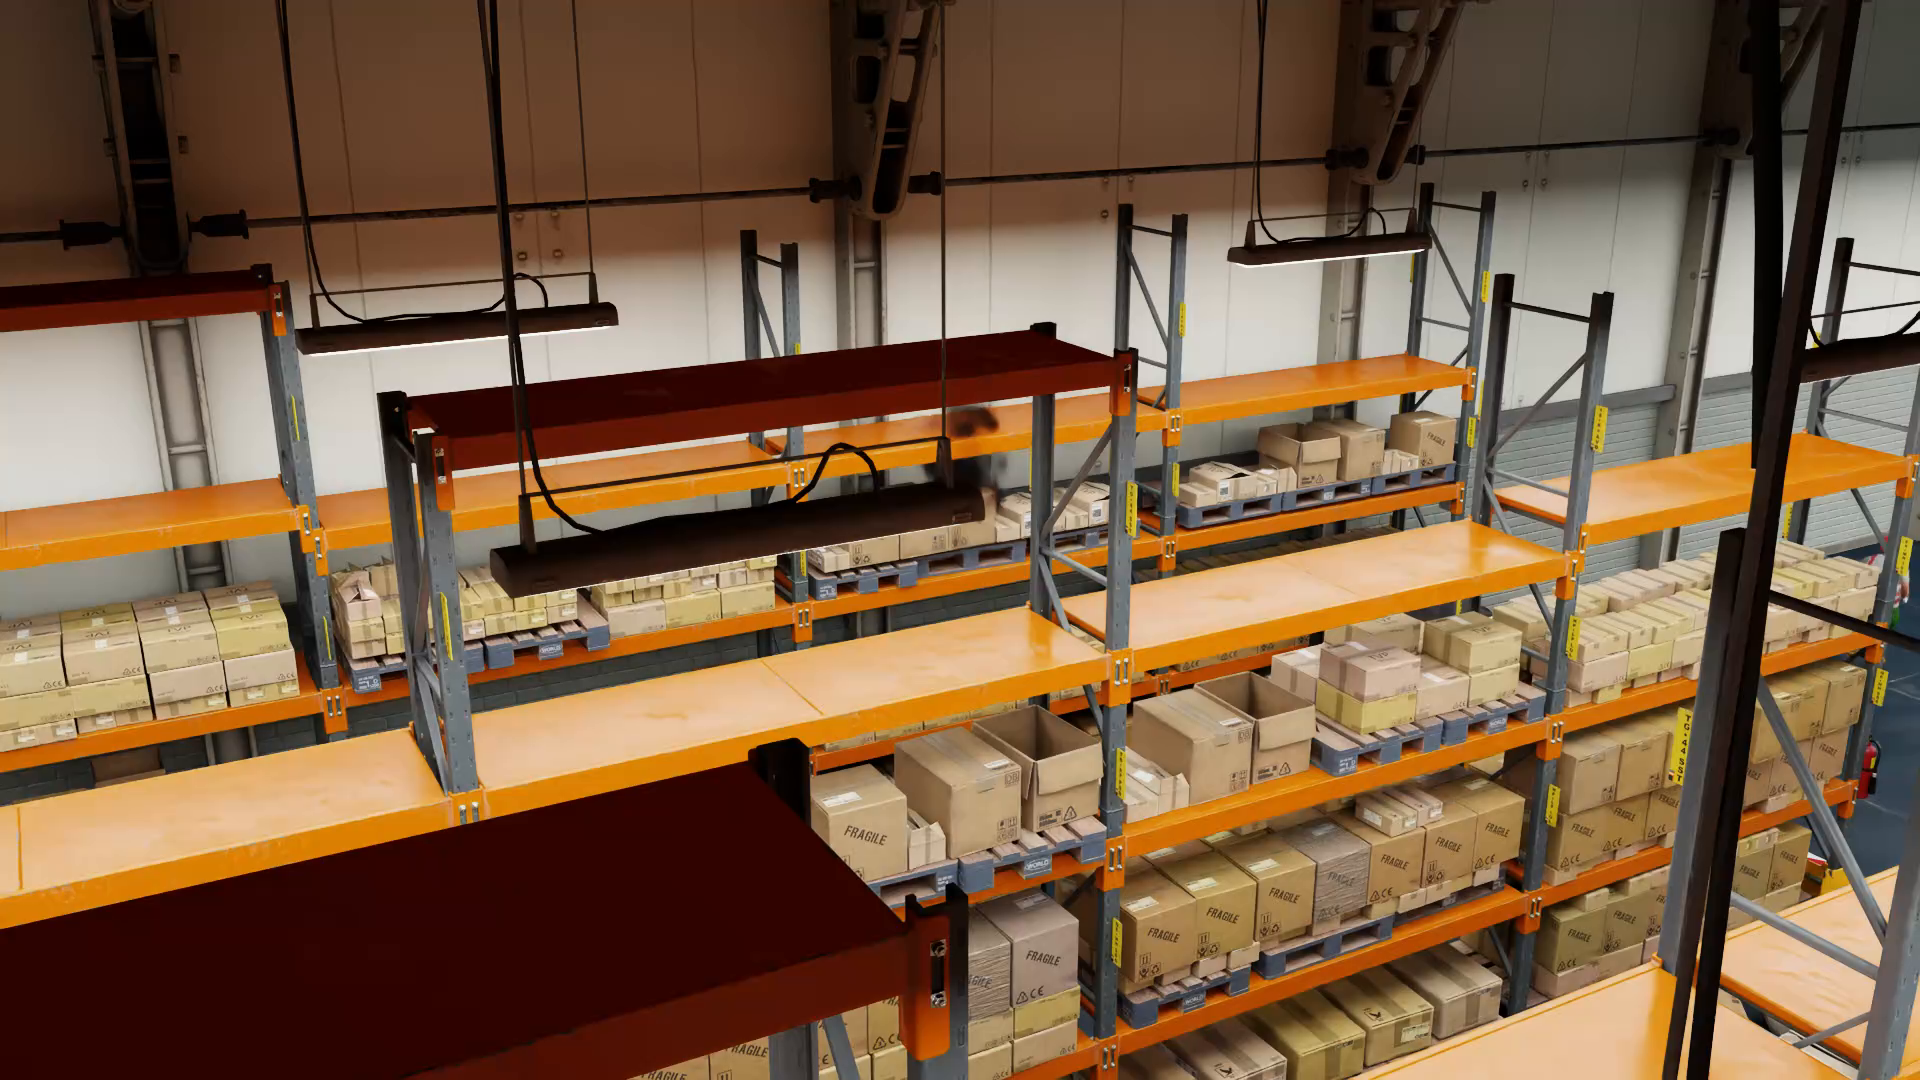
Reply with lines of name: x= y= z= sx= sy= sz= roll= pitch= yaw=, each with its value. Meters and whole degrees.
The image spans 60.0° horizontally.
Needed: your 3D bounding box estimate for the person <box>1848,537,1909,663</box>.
person: x=11.284 y=0.785 z=20.420 sx=0.649 sy=1.756 sz=0.940 roll=17 pitch=25 yaw=42
